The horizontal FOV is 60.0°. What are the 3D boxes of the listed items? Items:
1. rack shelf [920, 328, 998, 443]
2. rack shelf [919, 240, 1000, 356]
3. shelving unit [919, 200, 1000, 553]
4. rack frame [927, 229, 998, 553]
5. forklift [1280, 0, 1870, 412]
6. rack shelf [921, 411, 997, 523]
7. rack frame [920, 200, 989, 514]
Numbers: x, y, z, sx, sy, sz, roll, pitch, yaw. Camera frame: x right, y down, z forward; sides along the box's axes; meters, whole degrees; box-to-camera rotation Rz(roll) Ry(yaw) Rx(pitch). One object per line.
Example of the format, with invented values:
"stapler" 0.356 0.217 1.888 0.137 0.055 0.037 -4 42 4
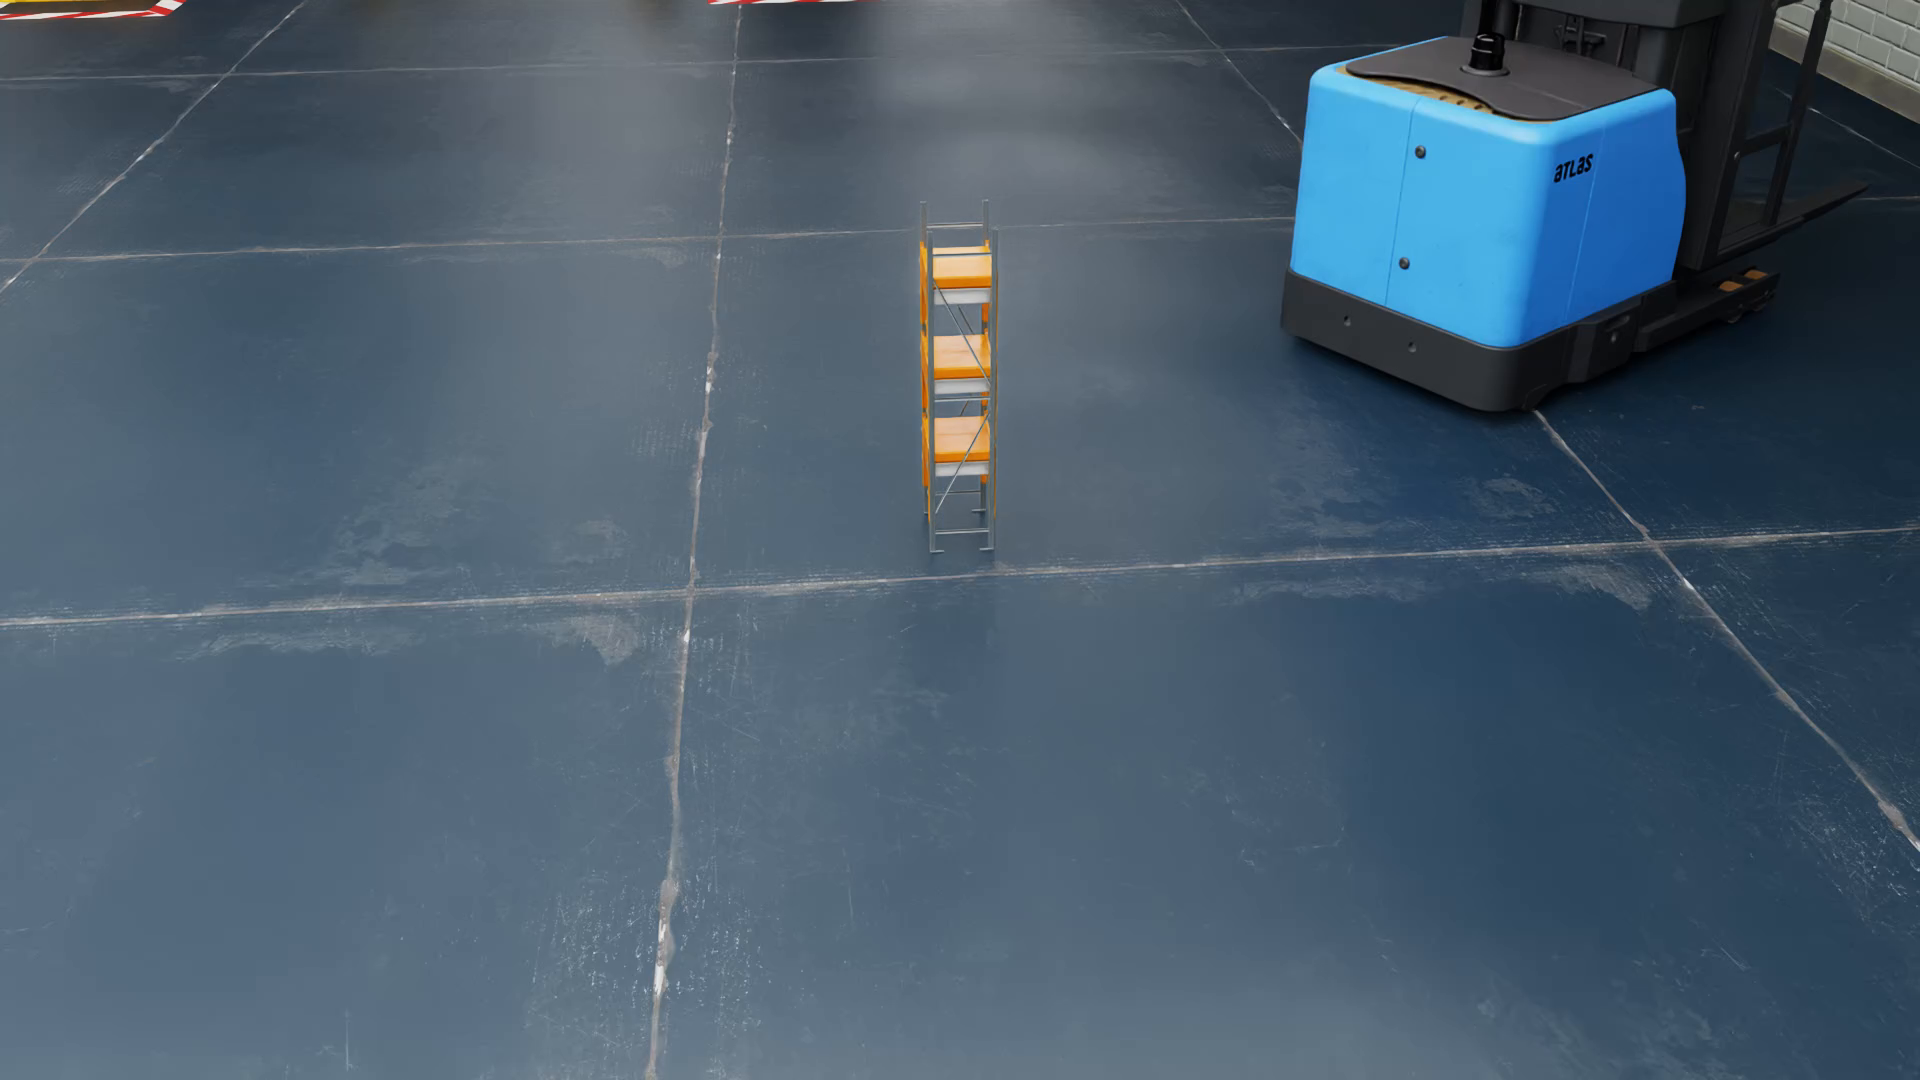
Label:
"rack shelf" -0.005 -0.469 5.032 0.215 0.259 0.240 -3 31 -5
"rack shelf" -0.005 -0.713 4.886 0.215 0.259 0.240 -3 31 -5
"shelving unit" -0.005 -0.478 5.027 0.215 1.050 0.252 -3 31 -5
"rack frame" 0.006 -0.416 4.922 0.200 1.050 0.008 -3 31 -5
"forklift" 2.721 -2.323 6.280 3.031 2.935 1.130 -22 37 -33
"rack shelf" -0.005 -0.230 5.174 0.215 0.259 0.240 -3 31 -5
"rack frame" -0.016 -0.540 5.131 0.200 1.050 0.008 -3 31 -5
